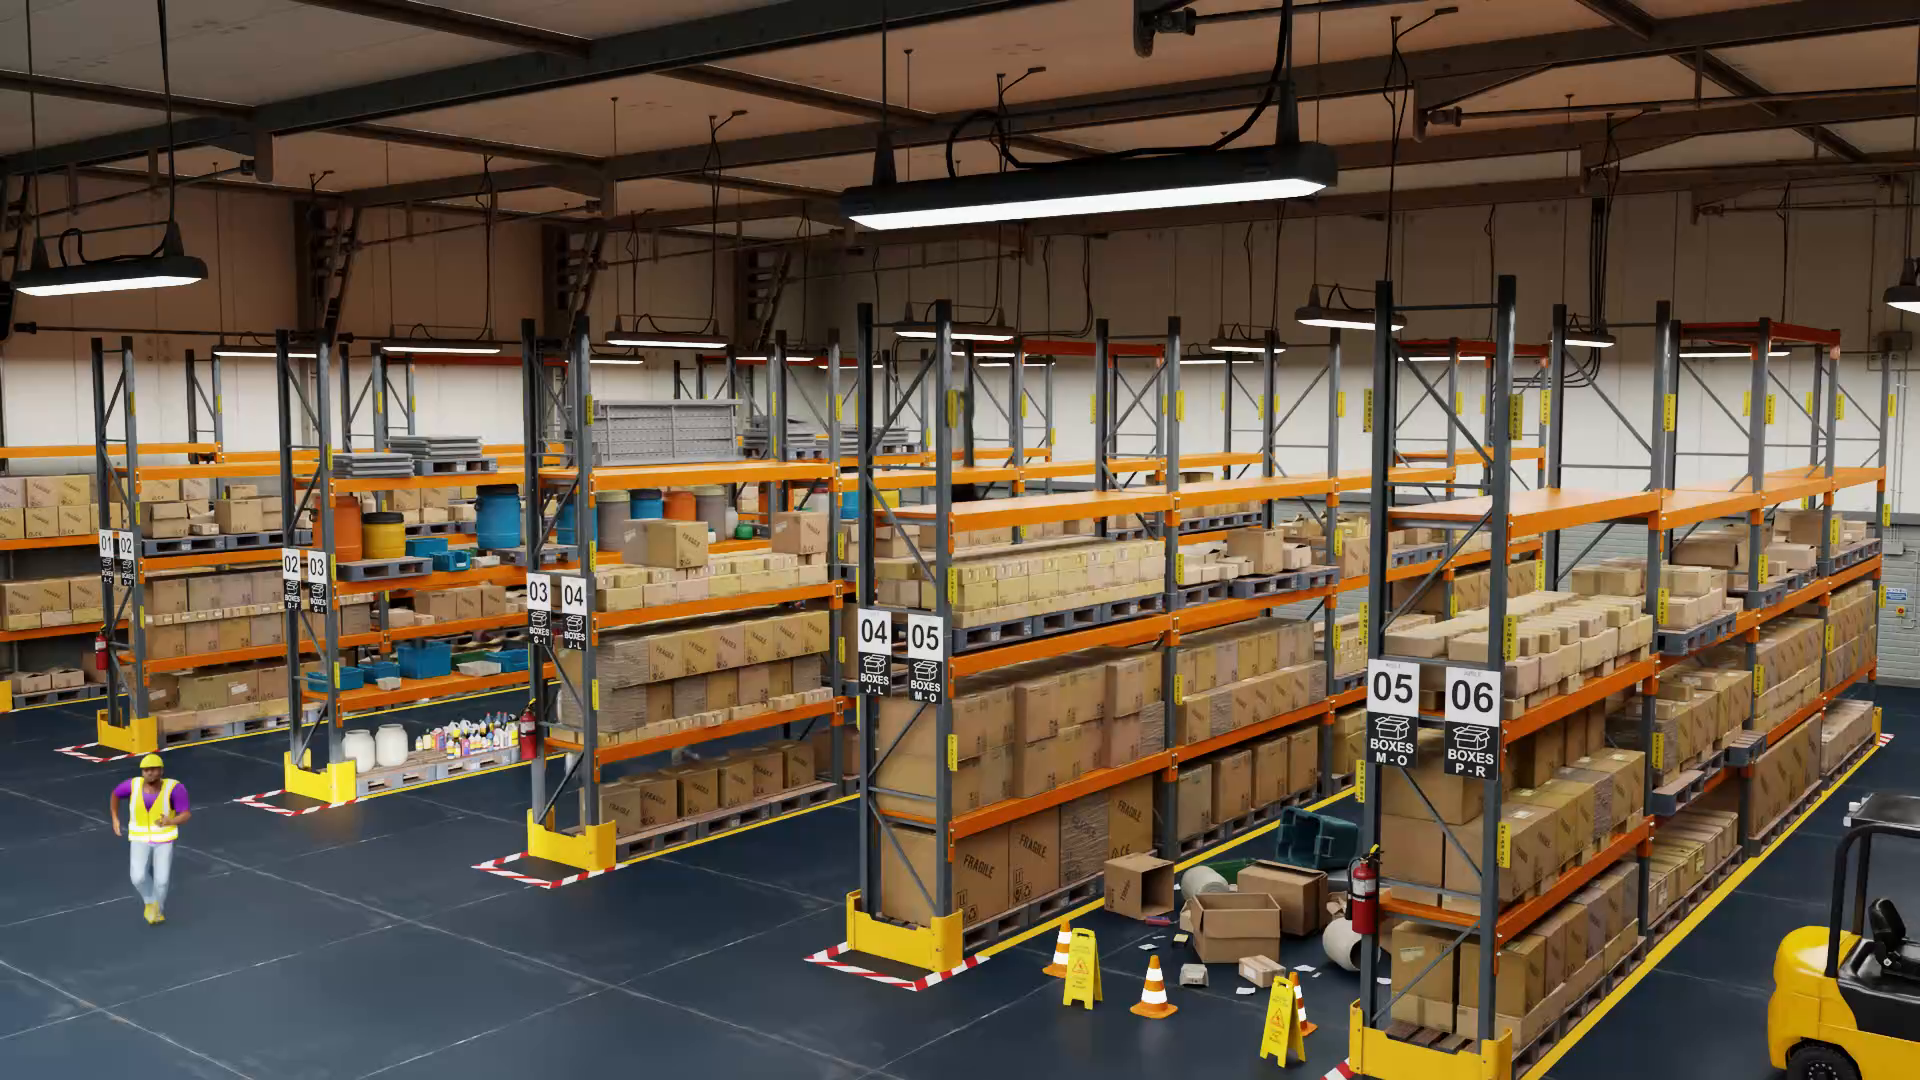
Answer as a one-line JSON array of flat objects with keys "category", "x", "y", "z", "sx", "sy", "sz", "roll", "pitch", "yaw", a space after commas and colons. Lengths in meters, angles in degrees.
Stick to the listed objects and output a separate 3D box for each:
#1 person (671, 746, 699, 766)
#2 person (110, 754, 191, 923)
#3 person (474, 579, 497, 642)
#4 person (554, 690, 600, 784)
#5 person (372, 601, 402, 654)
[{"category": "person", "x": -3.624, "y": 2.440, "z": 21.863, "sx": 0.625, "sy": 1.698, "sz": 0.810, "roll": 3, "pitch": 6, "yaw": 33}, {"category": "person", "x": -7.801, "y": 2.898, "z": 16.016, "sx": 0.744, "sy": 1.707, "sz": 0.752, "roll": -2, "pitch": 5, "yaw": -17}, {"category": "person", "x": -9.277, "y": 1.516, "z": 32.581, "sx": 0.588, "sy": 1.628, "sz": 0.758, "roll": 3, "pitch": 6, "yaw": 29}, {"category": "person", "x": -4.780, "y": 2.573, "z": 20.707, "sx": 0.715, "sy": 1.589, "sz": 0.822, "roll": 2, "pitch": 5, "yaw": 21}, {"category": "person", "x": -10.127, "y": 1.769, "z": 29.842, "sx": 0.558, "sy": 1.432, "sz": 0.887, "roll": 4, "pitch": 7, "yaw": 42}]
